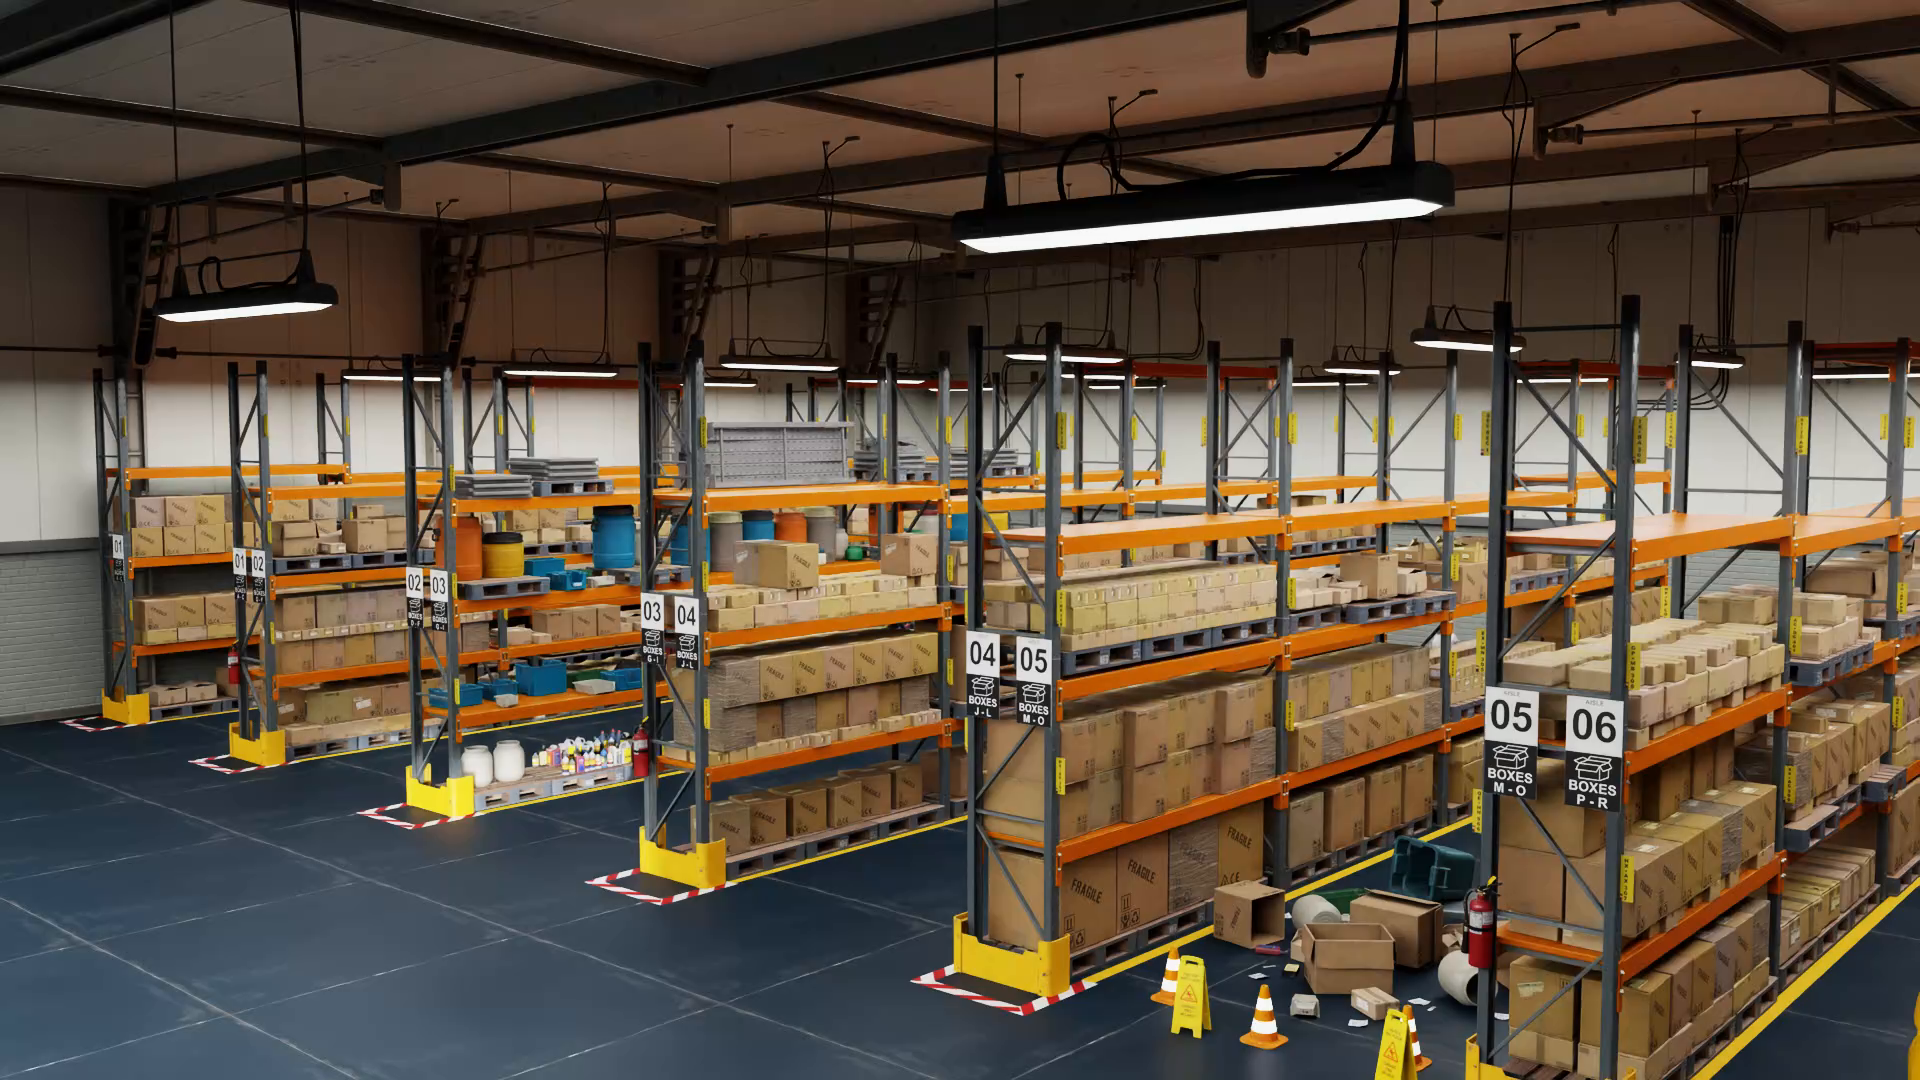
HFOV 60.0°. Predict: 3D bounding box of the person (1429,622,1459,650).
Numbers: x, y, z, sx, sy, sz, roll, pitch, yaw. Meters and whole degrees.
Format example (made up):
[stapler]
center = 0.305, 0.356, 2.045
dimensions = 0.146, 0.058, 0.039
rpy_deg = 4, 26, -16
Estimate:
[person]
center = 8.373, 2.178, 28.851
dimensions = 0.616, 1.720, 1.084
rpy_deg = 3, 5, 38
